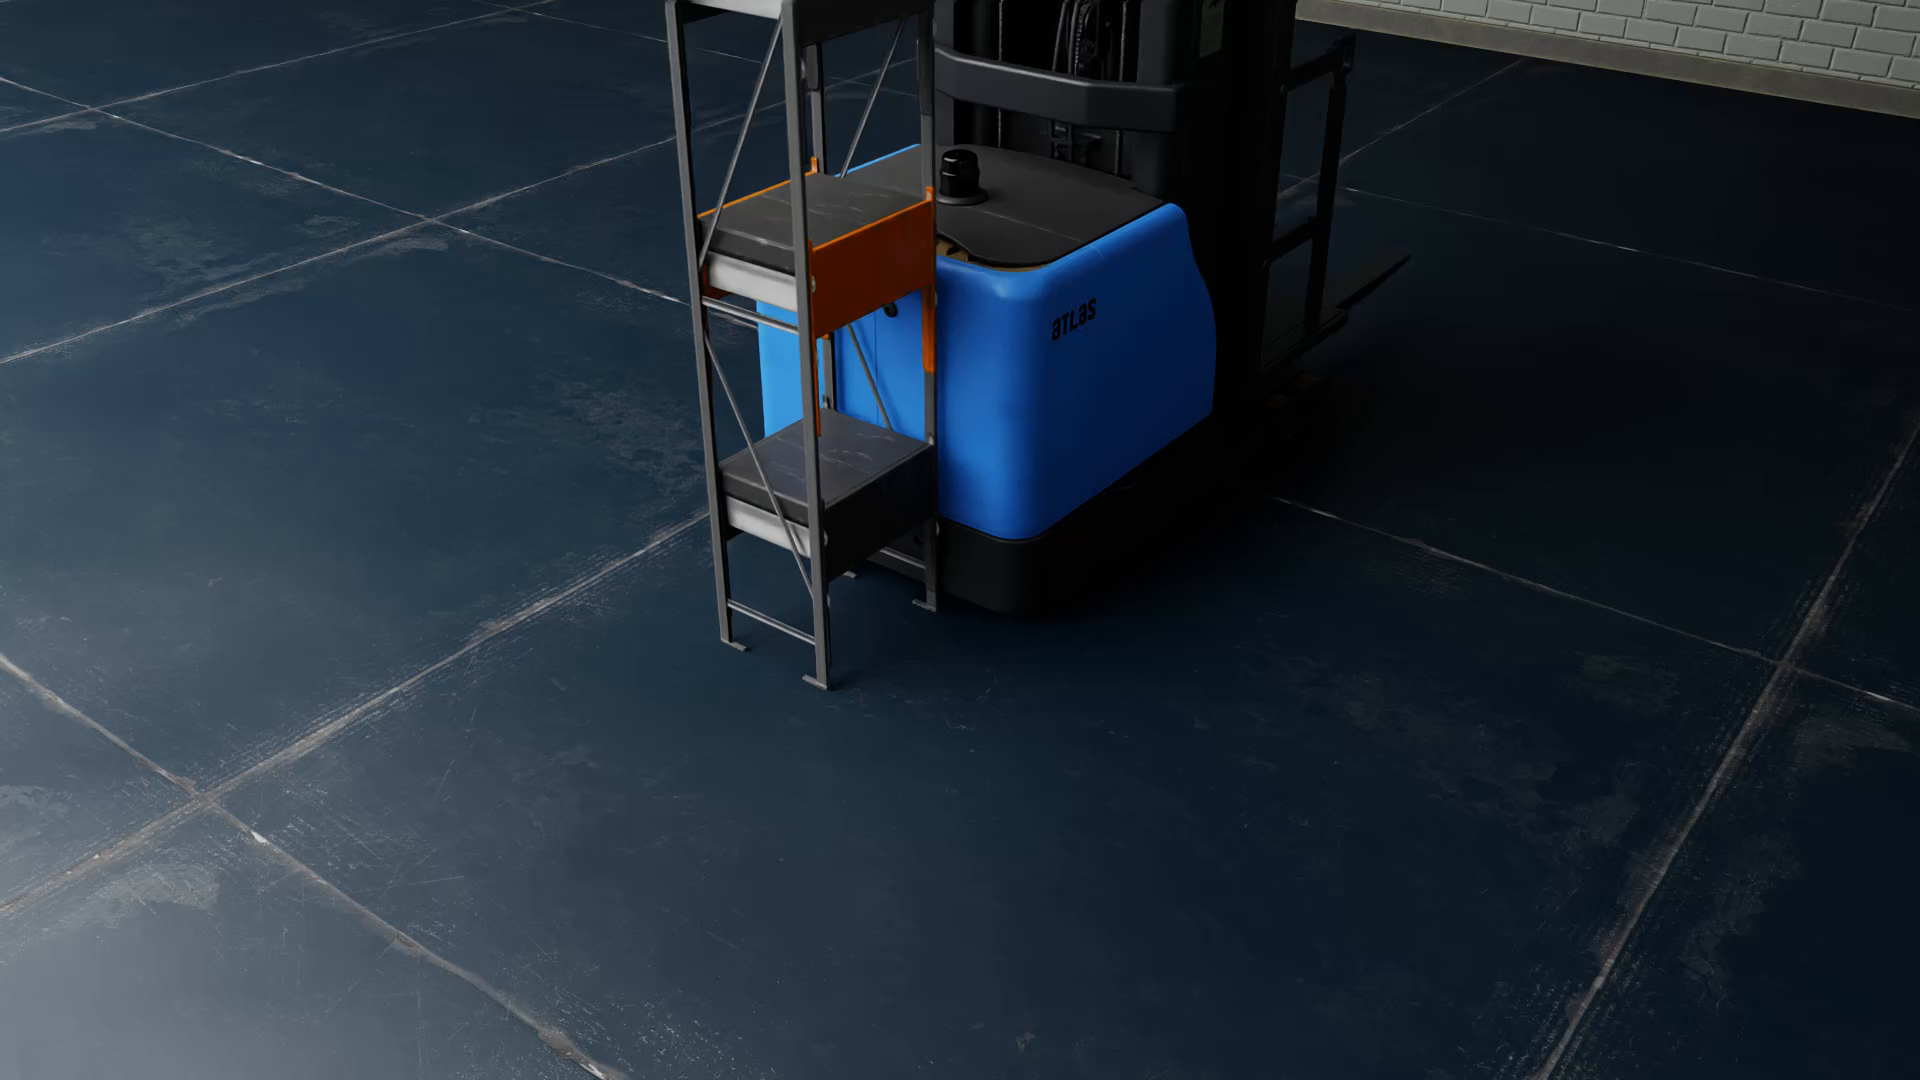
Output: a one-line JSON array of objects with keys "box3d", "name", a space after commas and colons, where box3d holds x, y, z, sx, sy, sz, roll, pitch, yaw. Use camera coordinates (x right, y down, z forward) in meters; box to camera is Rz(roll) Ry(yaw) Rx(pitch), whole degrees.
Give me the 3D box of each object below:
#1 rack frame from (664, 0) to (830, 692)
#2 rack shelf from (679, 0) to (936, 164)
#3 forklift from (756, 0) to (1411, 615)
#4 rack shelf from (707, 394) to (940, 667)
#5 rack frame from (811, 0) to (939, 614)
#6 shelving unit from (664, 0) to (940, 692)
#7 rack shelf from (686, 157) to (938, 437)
[{"box3d": [-0.520, -0.552, 4.122, 0.400, 2.100, 0.015, 21, 37, 31], "name": "rack frame"}, {"box3d": [-0.373, -1.242, 3.940, 0.431, 0.518, 0.480, 21, 37, 31], "name": "rack shelf"}, {"box3d": [0.672, -1.740, 5.312, 1.130, 2.935, 3.031, 21, 37, 31], "name": "forklift"}, {"box3d": [-0.373, -0.038, 4.654, 0.431, 0.518, 0.480, 21, 37, 31], "name": "rack shelf"}, {"box3d": [-0.226, -0.751, 4.458, 0.400, 2.100, 0.015, 21, 37, 31], "name": "rack frame"}, {"box3d": [-0.373, -0.652, 4.290, 0.431, 2.100, 0.503, 21, 37, 31], "name": "shelving unit"}, {"box3d": [-0.373, -0.640, 4.297, 0.431, 0.518, 0.480, 21, 37, 31], "name": "rack shelf"}]
